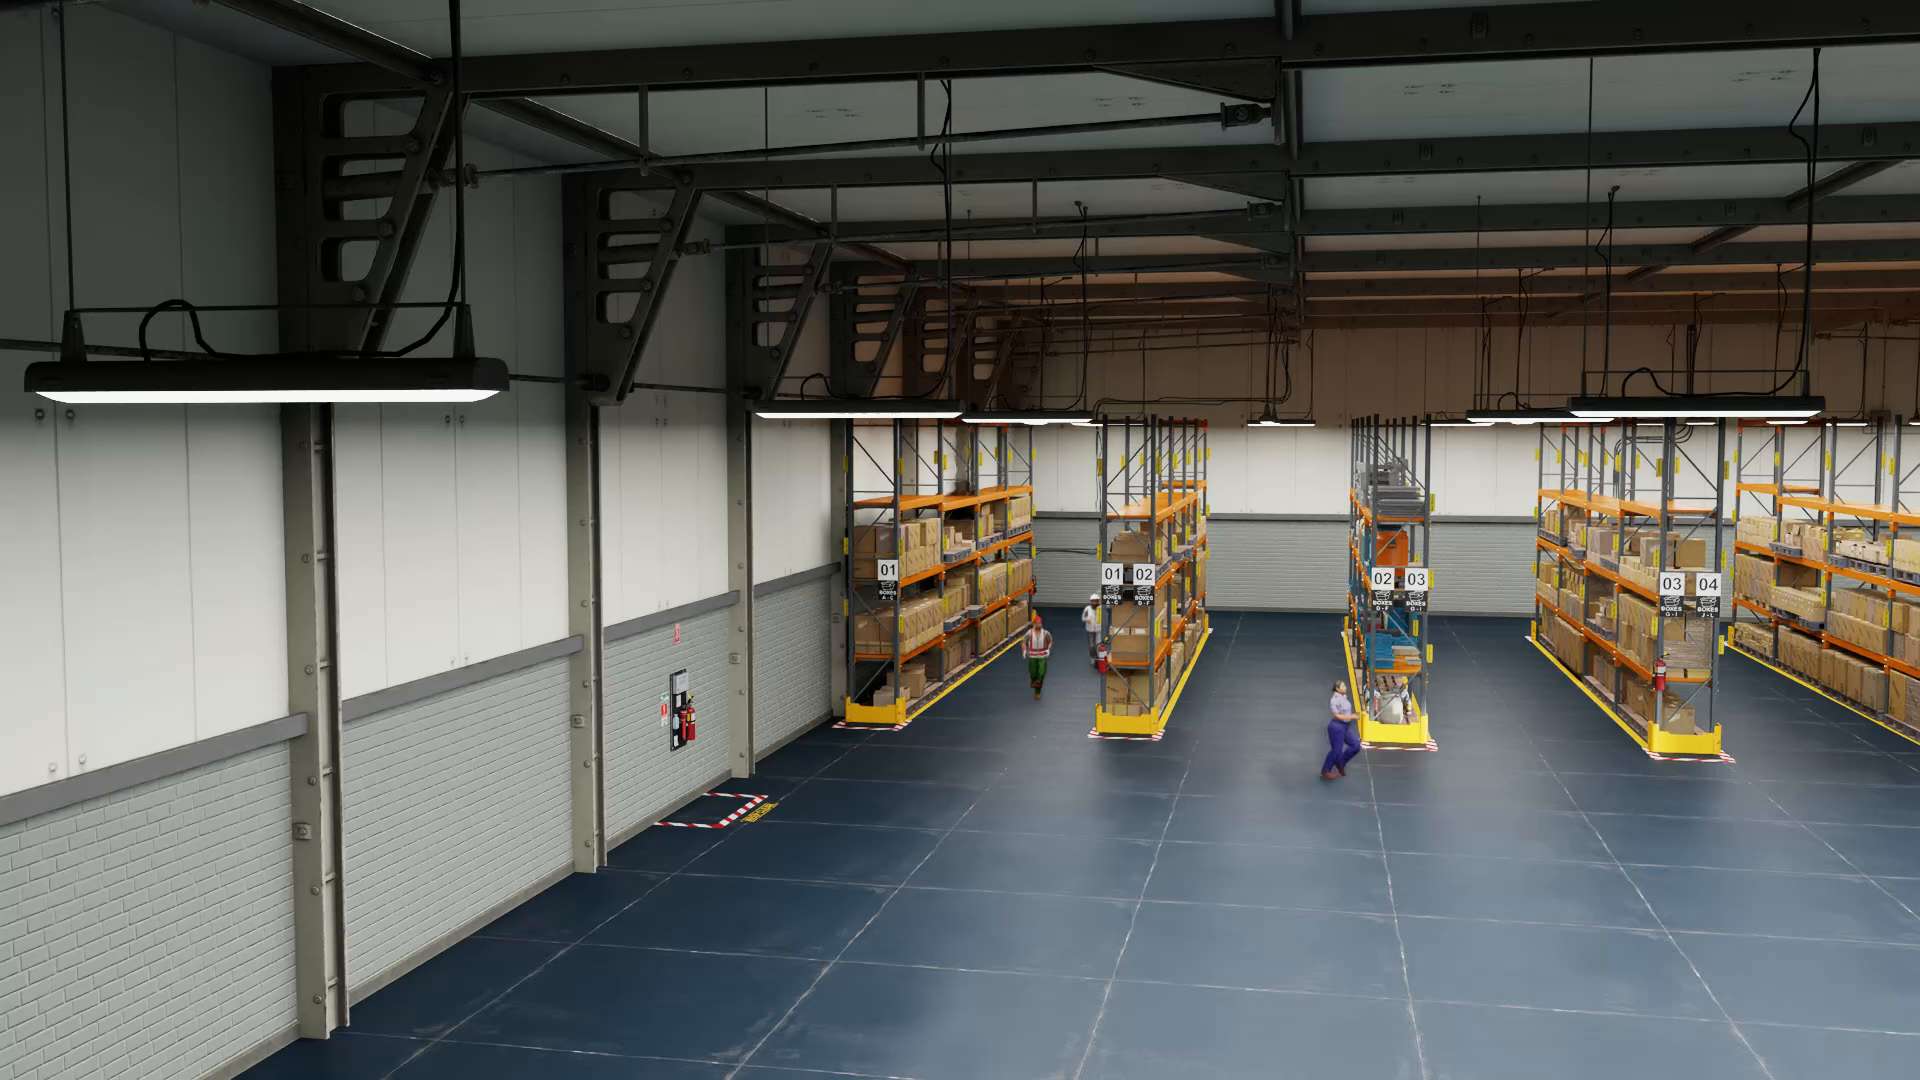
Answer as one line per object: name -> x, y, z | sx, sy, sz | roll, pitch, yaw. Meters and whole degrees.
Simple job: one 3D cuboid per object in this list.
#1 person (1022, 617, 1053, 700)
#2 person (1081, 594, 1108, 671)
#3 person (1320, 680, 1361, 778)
person -> 1.662, 2.502, 35.512 | 0.670, 1.752, 0.611 | 0, 4, -1
person -> 3.220, 2.188, 39.838 | 0.616, 1.819, 0.868 | 1, 4, 8
person -> 6.228, 3.100, 27.164 | 0.643, 1.617, 0.579 | 3, 5, 35
